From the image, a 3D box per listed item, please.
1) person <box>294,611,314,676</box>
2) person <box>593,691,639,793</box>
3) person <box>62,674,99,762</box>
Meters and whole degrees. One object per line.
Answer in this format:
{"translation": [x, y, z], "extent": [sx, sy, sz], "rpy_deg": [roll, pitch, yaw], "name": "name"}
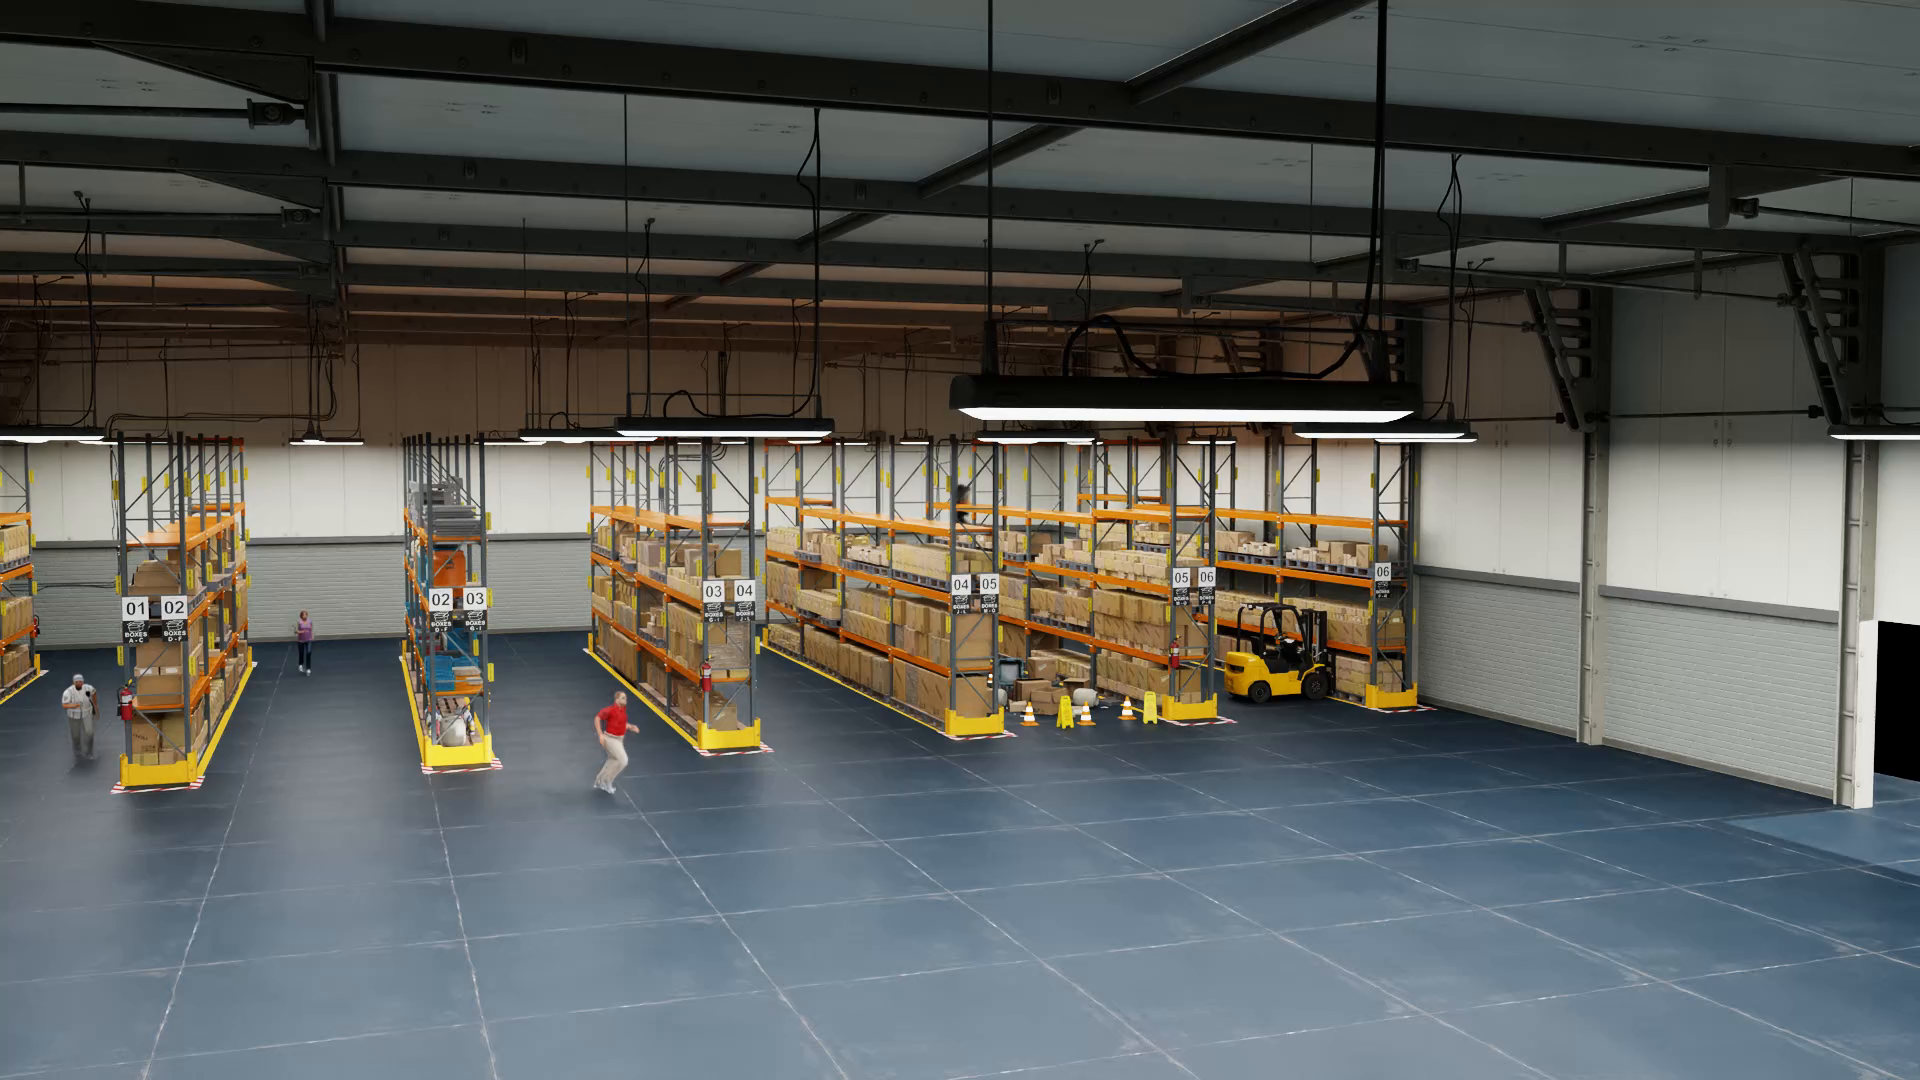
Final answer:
{"translation": [-16.542, 2.574, 41.936], "extent": [0.506, 1.609, 0.855], "rpy_deg": [-2, 4, -30], "name": "person"}
{"translation": [-5.732, 3.364, 27.635], "extent": [0.793, 1.720, 0.652], "rpy_deg": [1, 3, 13], "name": "person"}
{"translation": [-16.096, 3.242, 30.445], "extent": [0.599, 1.624, 0.935], "rpy_deg": [-2, 4, -29], "name": "person"}
